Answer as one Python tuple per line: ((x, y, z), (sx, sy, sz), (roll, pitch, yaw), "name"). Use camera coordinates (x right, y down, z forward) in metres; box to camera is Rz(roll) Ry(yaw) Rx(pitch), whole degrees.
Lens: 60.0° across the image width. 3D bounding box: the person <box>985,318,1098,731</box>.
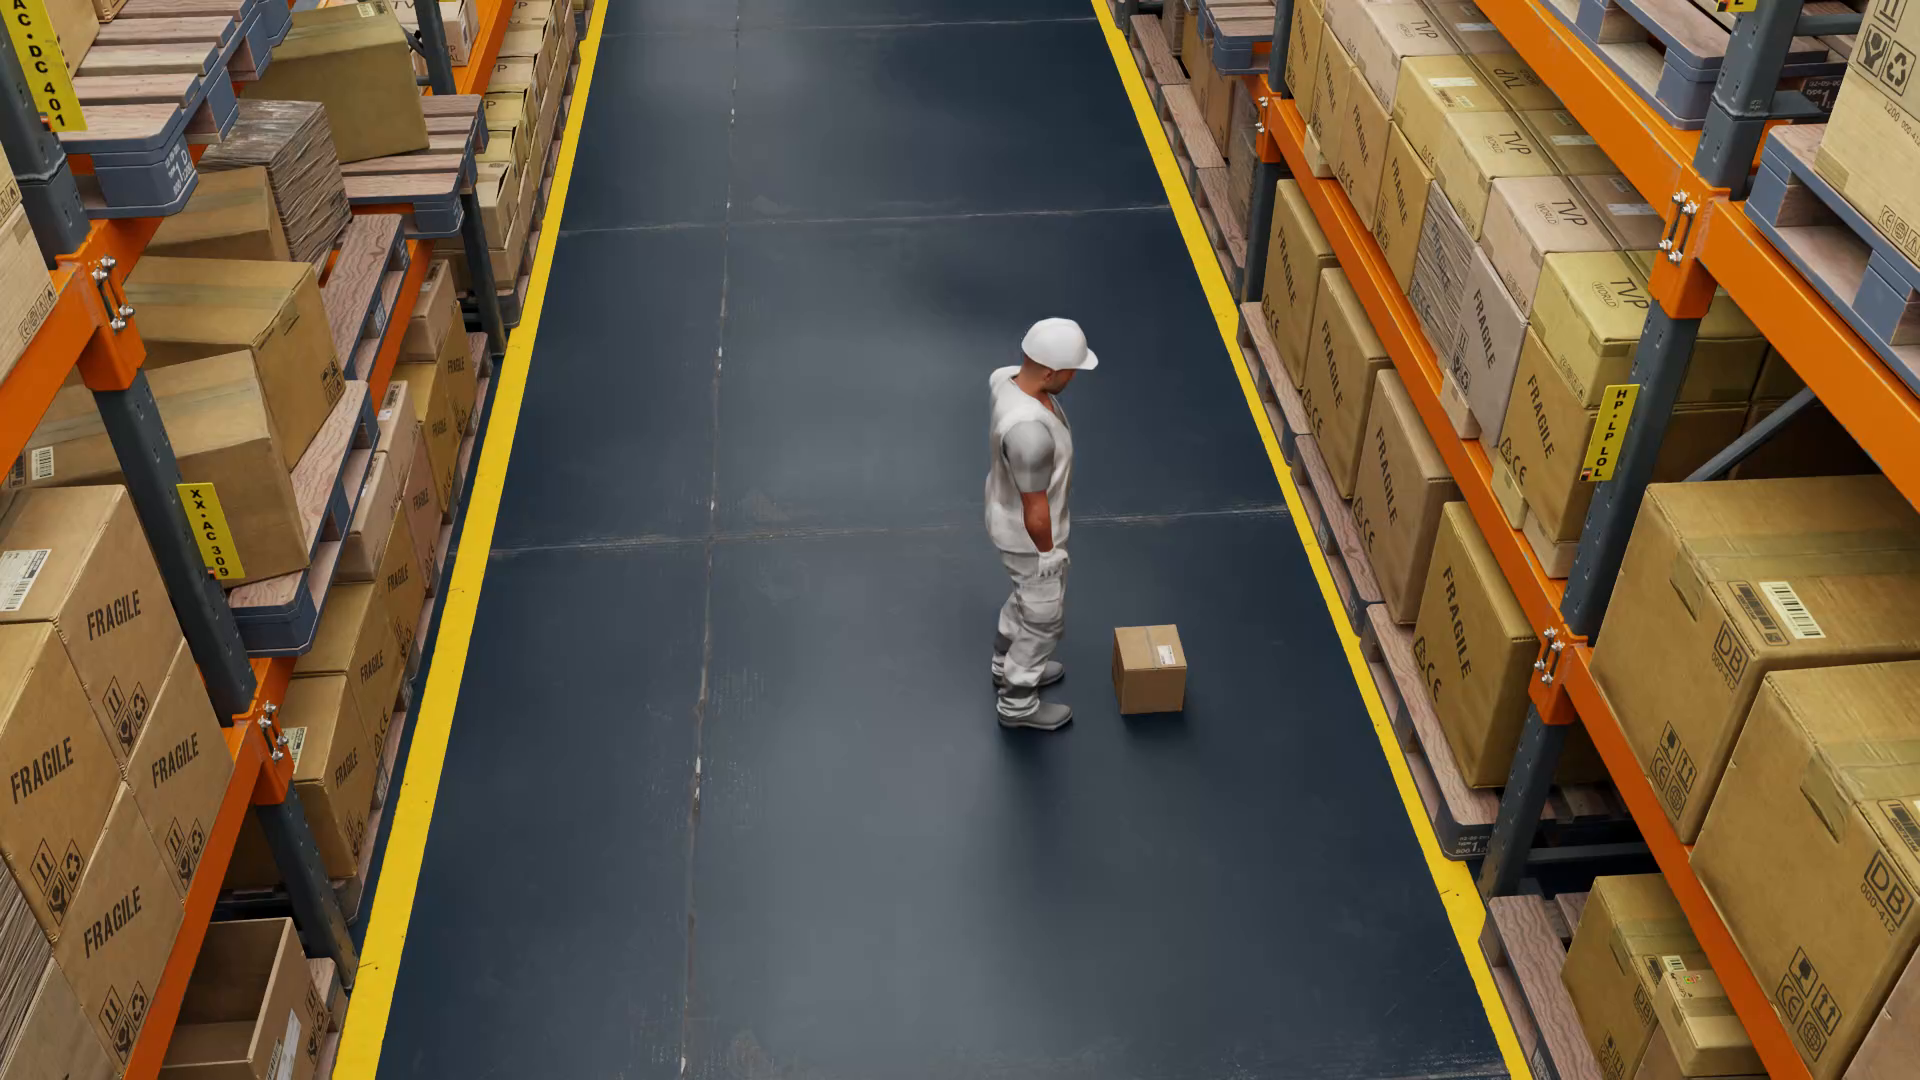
((0.288, -0.059, 6.225), (0.388, 1.767, 0.533), (-2, 39, -3), "person")
